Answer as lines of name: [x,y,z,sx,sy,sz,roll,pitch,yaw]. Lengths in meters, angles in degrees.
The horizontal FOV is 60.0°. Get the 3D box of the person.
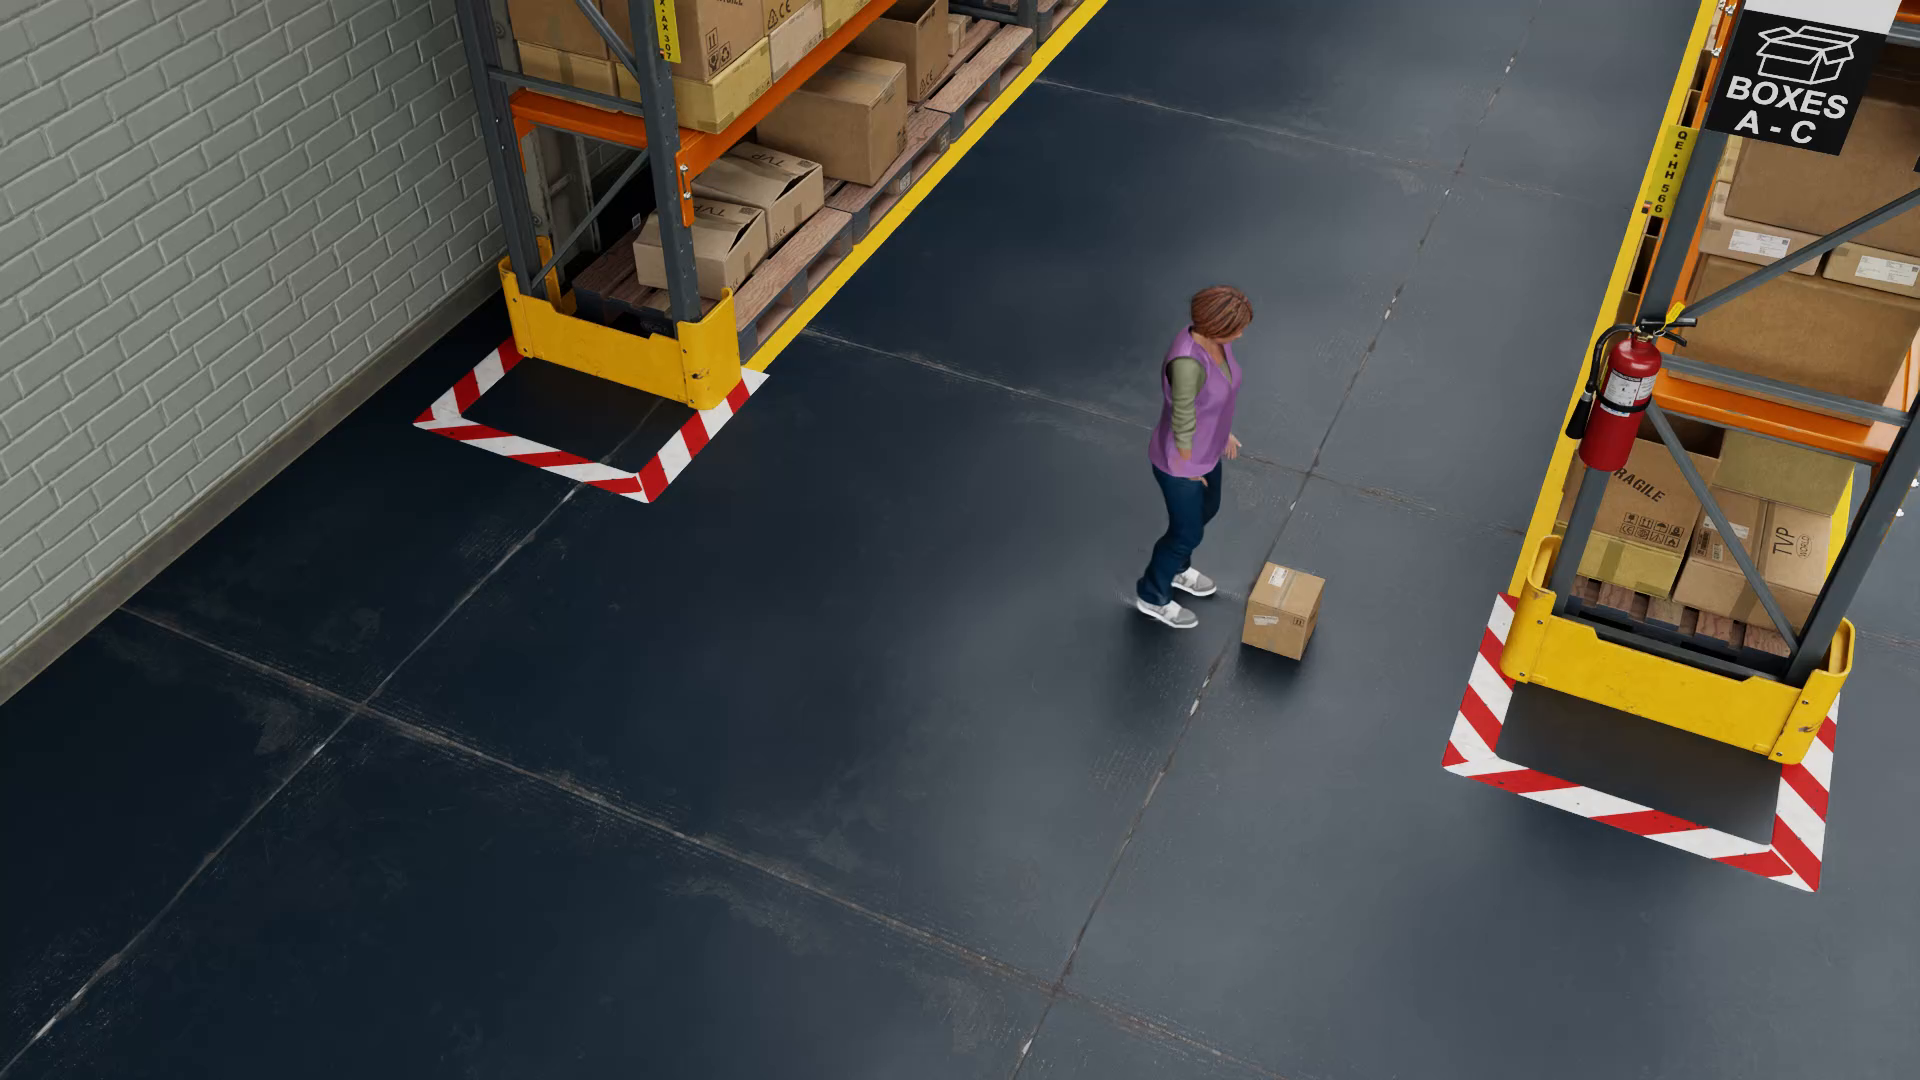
person: [0.917,-0.347,6.561,0.316,1.589,0.412,18,46,19]
